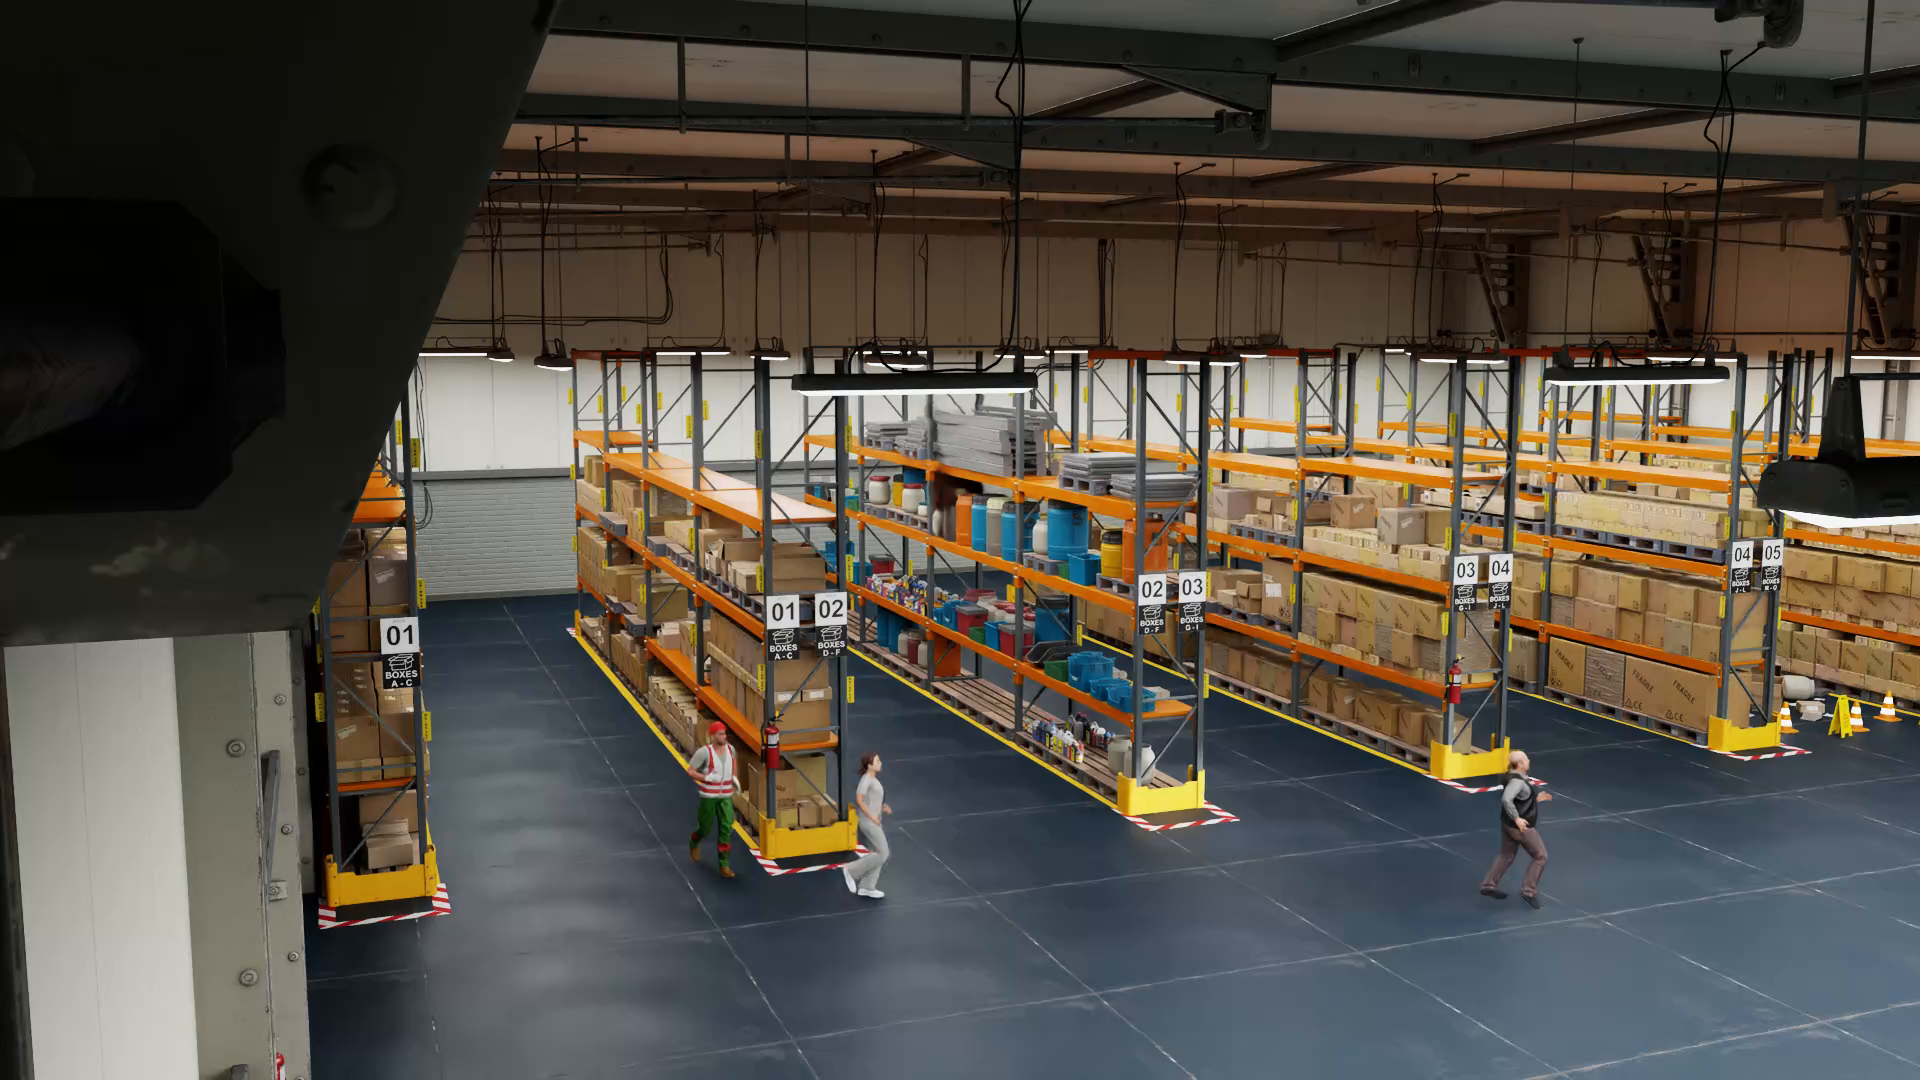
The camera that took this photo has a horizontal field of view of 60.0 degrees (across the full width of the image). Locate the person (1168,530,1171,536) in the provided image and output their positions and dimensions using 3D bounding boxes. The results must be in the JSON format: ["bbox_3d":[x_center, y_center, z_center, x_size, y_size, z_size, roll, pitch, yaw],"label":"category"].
[{"bbox_3d":[4.884,0.503,40.419,0.638,1.620,0.503,4,8,32],"label":"person"}]

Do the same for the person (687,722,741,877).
[{"bbox_3d":[-2.849,3.012,19.549,0.709,1.749,1.002,-4,8,-31],"label":"person"}]

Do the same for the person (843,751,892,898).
[{"bbox_3d":[-1.048,3.196,18.845,0.549,1.621,0.590,0,7,1],"label":"person"}]

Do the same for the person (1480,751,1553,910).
[{"bbox_3d":[6.169,3.206,18.381,0.752,1.780,0.624,0,7,-2],"label":"person"}]
